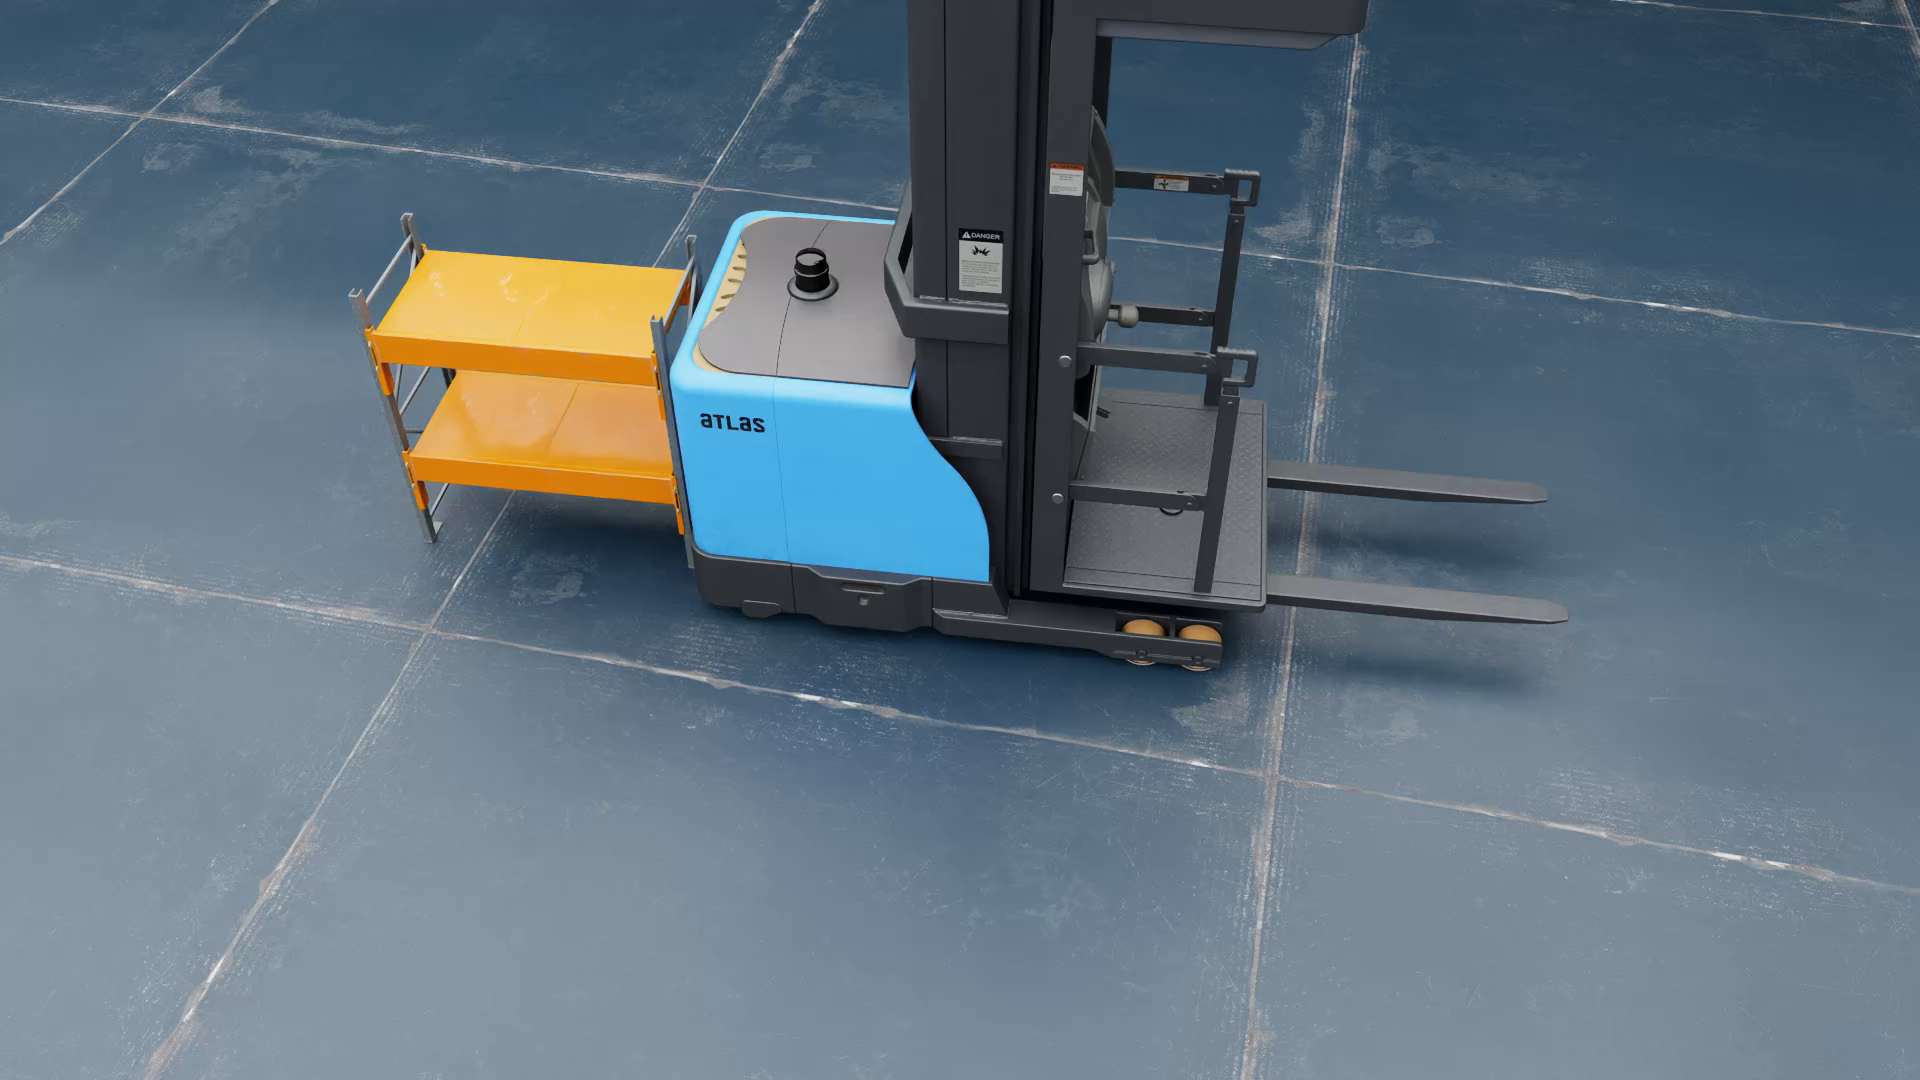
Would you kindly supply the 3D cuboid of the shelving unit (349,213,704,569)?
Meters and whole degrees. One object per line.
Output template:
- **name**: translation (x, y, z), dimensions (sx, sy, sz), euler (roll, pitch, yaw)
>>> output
- **shelving unit**: translation (-1.457, -0.519, 5.978), dimensions (1.048, 1.125, 0.538), euler (5, 44, 6)

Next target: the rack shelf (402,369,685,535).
- **rack shelf**: translation (-1.457, -0.342, 6.147), dimensions (1.000, 0.278, 0.538), euler (5, 44, 6)

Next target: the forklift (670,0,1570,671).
- **forklift**: translation (0.616, -0.997, 5.172), dimensions (3.031, 2.935, 1.130), euler (5, 44, 6)

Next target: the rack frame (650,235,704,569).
- **rack frame**: translation (-0.953, -0.471, 5.928), dimensions (0.032, 1.125, 0.500), euler (5, 44, 6)

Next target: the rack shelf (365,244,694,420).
- **rack shelf**: translation (-1.457, -0.729, 5.775), dimensions (1.000, 0.278, 0.538), euler (5, 44, 6)

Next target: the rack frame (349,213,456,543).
- **rack frame**: translation (-1.960, -0.566, 6.027), dimensions (0.032, 1.125, 0.500), euler (5, 44, 6)
